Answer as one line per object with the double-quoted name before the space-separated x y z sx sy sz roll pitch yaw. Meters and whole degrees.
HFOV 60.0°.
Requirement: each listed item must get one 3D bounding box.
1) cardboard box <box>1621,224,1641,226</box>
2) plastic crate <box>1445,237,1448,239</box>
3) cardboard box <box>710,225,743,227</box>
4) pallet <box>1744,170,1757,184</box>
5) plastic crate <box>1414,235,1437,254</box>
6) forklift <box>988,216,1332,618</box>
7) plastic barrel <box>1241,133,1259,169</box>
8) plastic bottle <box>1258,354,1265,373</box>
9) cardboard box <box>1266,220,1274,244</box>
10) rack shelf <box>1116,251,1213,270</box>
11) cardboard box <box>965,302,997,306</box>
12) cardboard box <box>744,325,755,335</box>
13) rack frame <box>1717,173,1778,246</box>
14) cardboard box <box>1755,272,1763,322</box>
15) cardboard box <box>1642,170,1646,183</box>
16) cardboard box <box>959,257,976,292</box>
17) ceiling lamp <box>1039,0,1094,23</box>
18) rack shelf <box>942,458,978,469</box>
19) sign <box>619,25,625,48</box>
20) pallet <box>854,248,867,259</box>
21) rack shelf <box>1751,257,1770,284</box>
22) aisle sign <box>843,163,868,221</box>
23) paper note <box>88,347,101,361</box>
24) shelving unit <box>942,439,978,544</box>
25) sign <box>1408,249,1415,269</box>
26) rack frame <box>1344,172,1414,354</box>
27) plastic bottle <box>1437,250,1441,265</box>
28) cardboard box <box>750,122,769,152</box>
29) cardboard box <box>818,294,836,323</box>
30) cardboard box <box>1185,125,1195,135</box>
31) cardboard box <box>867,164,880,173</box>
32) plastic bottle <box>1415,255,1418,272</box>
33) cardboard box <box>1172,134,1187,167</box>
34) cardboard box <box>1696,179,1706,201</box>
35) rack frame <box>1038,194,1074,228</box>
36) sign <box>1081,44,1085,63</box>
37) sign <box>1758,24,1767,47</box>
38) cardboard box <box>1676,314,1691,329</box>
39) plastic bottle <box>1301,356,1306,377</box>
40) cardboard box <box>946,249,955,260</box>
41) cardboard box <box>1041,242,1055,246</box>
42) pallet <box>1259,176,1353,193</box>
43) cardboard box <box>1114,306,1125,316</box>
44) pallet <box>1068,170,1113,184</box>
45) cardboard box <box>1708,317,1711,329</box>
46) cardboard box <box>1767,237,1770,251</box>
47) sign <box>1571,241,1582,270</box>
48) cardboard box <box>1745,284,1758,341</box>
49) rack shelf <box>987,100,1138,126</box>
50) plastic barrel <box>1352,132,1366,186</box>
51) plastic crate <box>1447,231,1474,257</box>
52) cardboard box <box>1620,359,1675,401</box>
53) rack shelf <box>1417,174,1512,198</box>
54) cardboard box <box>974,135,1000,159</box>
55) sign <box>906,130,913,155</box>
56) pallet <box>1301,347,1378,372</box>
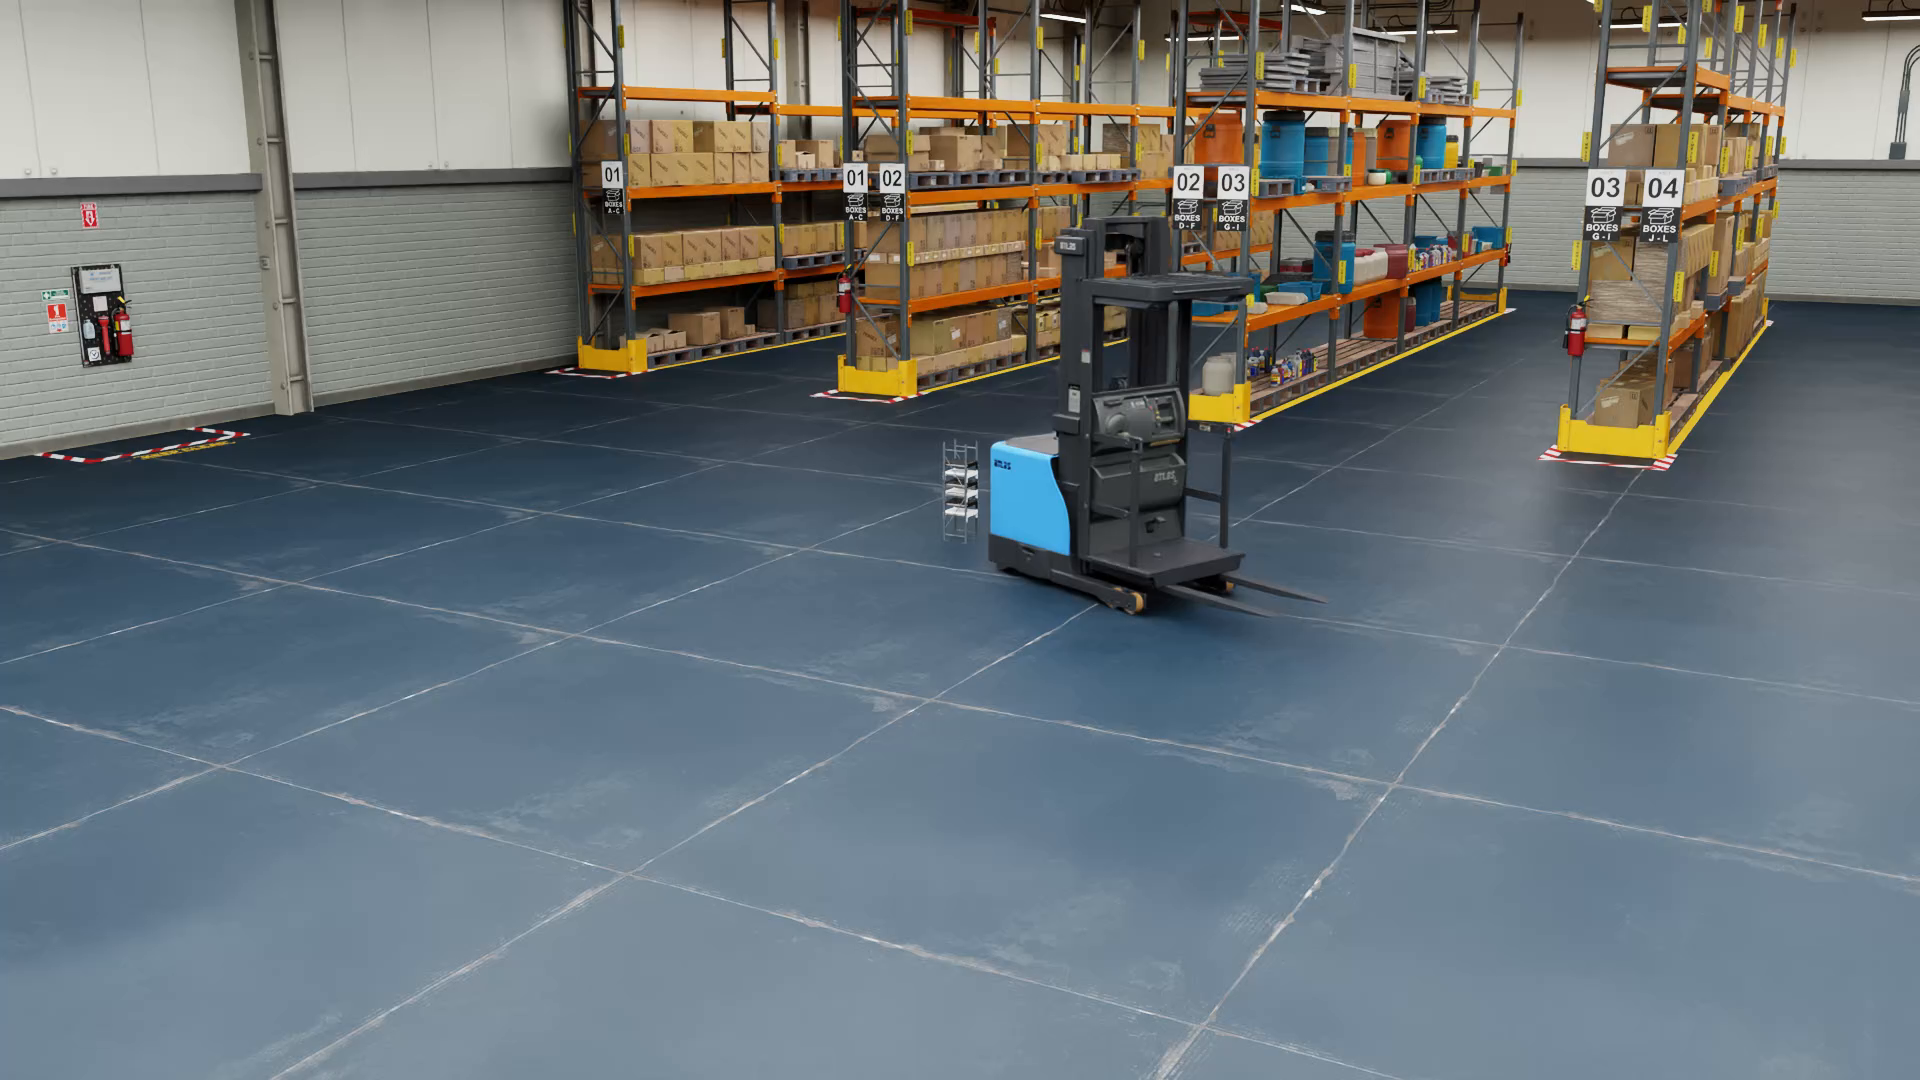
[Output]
"cardboard box" 8.753 -3.790 21.372 0.500 0.500 0.500 7 15 28
"plastic crate" 10.173 -6.099 34.163 0.416 0.233 0.300 7 15 28
"cardboard box" -3.985 -5.189 28.835 0.500 0.500 0.500 7 15 27
"pallet" 12.900 -6.090 27.901 0.805 0.209 1.217 7 15 26
"plastic crate" 8.892 -5.635 31.914 0.392 0.384 0.575 7 15 28
"forklift" 1.542 -0.990 12.885 1.130 2.935 3.031 -10 17 -37
"plastic barrel" 3.604 -5.020 21.757 0.600 0.588 0.600 0 14 0
"plastic bottle" 4.379 -2.564 24.150 0.097 0.271 0.097 0 14 0
"cardboard box" 6.586 -6.788 36.576 0.500 0.500 0.500 8 16 30
"rack shelf" 3.664 -5.281 32.075 1.077 0.370 4.000 7 15 28
"cardboard box" 0.265 -3.572 26.822 0.500 0.500 0.500 7 15 28
"cardboard box" -3.808 -3.684 29.021 0.380 0.166 0.250 5 15 21
"rack frame" 15.234 -5.739 32.438 1.000 3.000 0.127 7 15 28
"cardboard box" 14.555 -4.583 31.281 0.875 0.875 0.875 7 15 28
"cardboard box" 7.835 -4.066 18.567 0.380 0.149 0.250 7 15 28
"cardboard box" -0.188 -4.040 25.179 0.700 0.500 0.500 8 16 30
"ceiling lamp" 2.345 -11.867 32.601 0.800 3.185 2.000 7 15 28
"rack shelf" 0.004 -0.669 14.880 0.258 0.077 0.200 7 15 28
"sign" -5.034 -7.487 24.728 0.100 0.325 0.005 7 15 28
"pallet" -1.893 -5.530 31.979 1.213 0.211 1.003 7 15 28
"rack shelf" 14.267 -4.979 30.820 1.077 0.370 4.000 7 15 28
"aisle sign" -1.460 -4.863 23.258 0.394 0.787 0.004 7 15 28
"paper note" -10.202 -2.191 19.602 0.016 0.148 0.142 7 15 28
"shelving unit" 0.004 -0.439 14.935 0.258 0.900 0.210 7 15 28
"sign" 7.516 -4.677 27.686 0.100 0.325 0.005 7 15 28
"rack frame" 7.031 -4.659 27.958 1.000 3.000 0.127 7 15 28
"plastic bottle" 8.637 -5.123 30.149 0.152 0.276 0.135 7 15 28
"cardboard box" -3.580 -6.830 28.173 0.500 0.500 0.500 6 15 23
"cardboard box" -2.746 -4.324 30.964 0.700 0.500 0.500 8 15 29
"cardboard box" 4.832 -8.138 33.644 0.700 0.500 0.500 7 15 28
"cardboard box" -1.753 -7.028 31.530 0.500 0.311 0.500 7 15 28
"plastic bottle" 7.852 -4.771 28.674 0.061 0.283 0.133 7 15 28
"cardboard box" 4.019 -7.566 32.295 0.600 0.600 0.600 7 15 27
"cardboard box" 8.693 -4.226 20.083 0.500 0.250 0.500 8 16 30
"rack frame" 2.226 -7.423 39.422 1.000 3.000 0.127 7 15 28
"sign" 2.217 -8.689 29.713 0.100 0.325 0.005 7 15 28
"sign" 11.846 -7.447 24.561 0.100 0.325 0.005 7 15 28
"cardboard box" 8.656 -2.662 20.213 0.380 0.149 0.250 7 15 28
"plastic bottle" 4.903 -2.489 23.815 0.061 0.283 0.133 9 16 32
"cardboard box" -0.295 -4.211 24.505 0.380 0.149 0.250 7 15 26
"cardboard box" 1.645 -4.815 28.393 0.500 0.500 0.500 7 15 28
"pallet" 4.834 -5.045 23.564 1.213 0.211 1.003 7 15 28
"cardboard box" 2.659 -4.225 29.934 0.500 0.311 0.500 8 16 30
"pallet" 1.909 -6.208 28.387 1.003 0.211 1.213 8 16 31
"cardboard box" 11.069 -3.320 25.199 0.500 0.250 0.500 8 16 30
"cardboard box" 15.232 -5.681 31.884 0.500 0.250 0.500 7 15 27
"sign" 7.023 -3.240 18.927 0.100 0.325 0.005 7 15 28
"cardboard box" 13.009 -3.956 28.680 1.225 0.875 0.875 7 15 28
"rack shelf" 1.730 -7.183 28.015 1.077 0.370 4.000 7 15 28
"plastic barrel" 6.128 -6.048 26.402 0.600 0.830 0.708 7 15 28
"plastic crate" 9.616 -5.694 31.989 0.402 0.464 0.583 7 15 28
"cardboard box" 8.934 -2.070 21.657 0.500 0.500 0.500 -12 18 -41
"rack shelf" 9.932 -6.998 32.796 1.077 0.370 4.000 7 15 28
"cardboard box" 0.289 -6.106 26.151 0.500 0.500 0.500 9 16 33
"sign" -0.688 -5.437 22.751 0.100 0.325 0.005 7 15 28
"pallet" 6.032 -2.899 26.609 1.003 0.211 1.213 7 15 28
